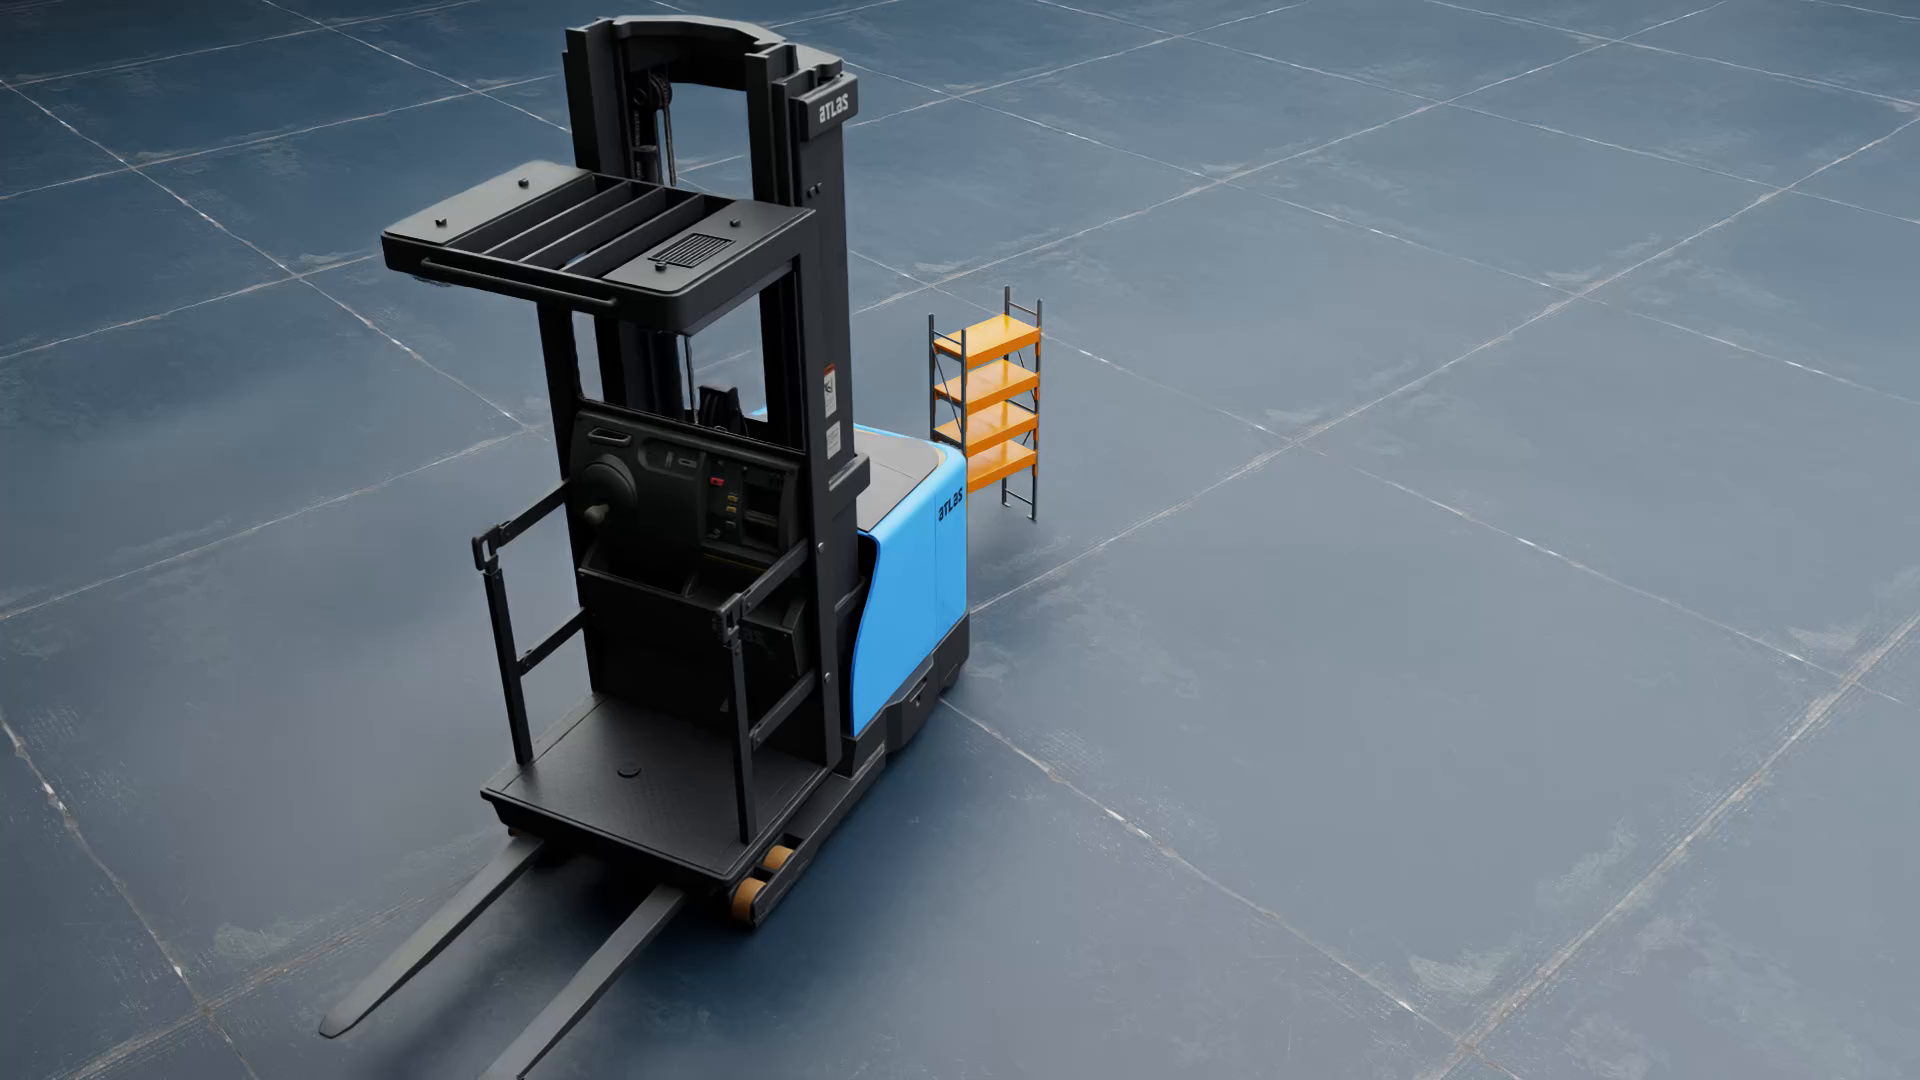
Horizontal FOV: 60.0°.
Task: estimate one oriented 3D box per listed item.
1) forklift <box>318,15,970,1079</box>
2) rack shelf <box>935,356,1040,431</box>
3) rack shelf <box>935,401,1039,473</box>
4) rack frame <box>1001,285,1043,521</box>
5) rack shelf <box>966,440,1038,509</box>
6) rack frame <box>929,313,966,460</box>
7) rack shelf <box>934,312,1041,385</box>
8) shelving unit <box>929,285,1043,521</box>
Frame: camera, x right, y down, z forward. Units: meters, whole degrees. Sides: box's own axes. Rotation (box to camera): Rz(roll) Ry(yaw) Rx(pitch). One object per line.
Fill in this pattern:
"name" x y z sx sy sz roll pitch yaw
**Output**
"forklift" -1.066 -0.130 5.654 1.130 2.935 3.031 15 34 22
"rack shelf" 0.121 -0.704 7.951 0.480 0.148 0.258 -26 40 -35
"rack shelf" 0.121 -0.513 8.068 0.480 0.148 0.258 -26 40 -35
"rack frame" 0.300 -0.657 8.175 0.015 1.200 0.240 -26 40 -35
"rack shelf" 0.121 -0.344 8.172 0.480 0.148 0.258 -26 40 -35
"rack frame" -0.058 -0.484 7.891 0.015 1.200 0.240 -26 40 -35
"rack shelf" 0.121 -0.906 7.828 0.480 0.148 0.258 -26 40 -35
"shelving unit" 0.121 -0.571 8.033 0.503 1.200 0.258 -26 40 -35
